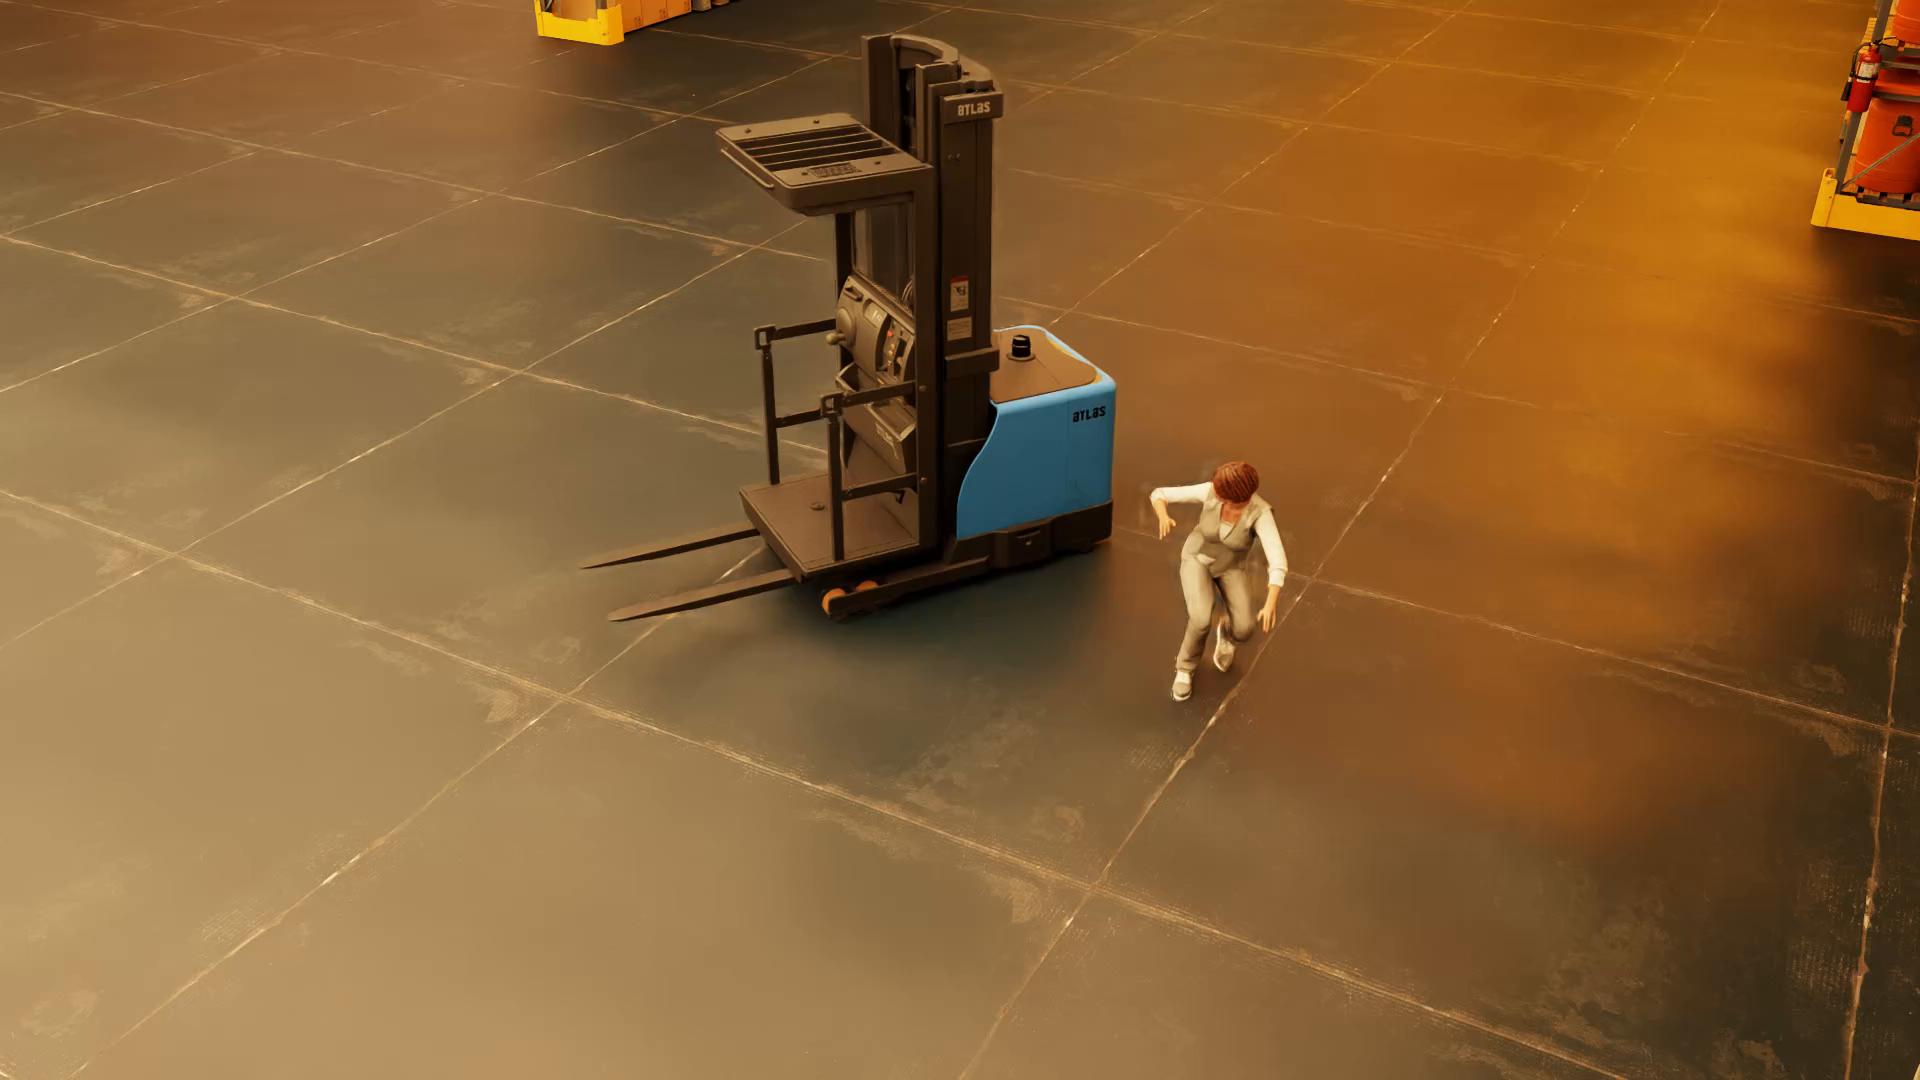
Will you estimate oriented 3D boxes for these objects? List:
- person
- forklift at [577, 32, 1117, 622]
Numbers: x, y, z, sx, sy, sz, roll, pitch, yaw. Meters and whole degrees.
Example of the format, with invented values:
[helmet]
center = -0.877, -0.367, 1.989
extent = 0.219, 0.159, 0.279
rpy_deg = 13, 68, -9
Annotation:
[person]
center = 1.267, 0.218, 8.303
extent = 0.680, 1.324, 0.881
rpy_deg = 3, 30, 6
[forklift]
center = -0.646, -1.131, 9.030
extent = 3.031, 2.935, 1.130
rpy_deg = -14, 33, -23
